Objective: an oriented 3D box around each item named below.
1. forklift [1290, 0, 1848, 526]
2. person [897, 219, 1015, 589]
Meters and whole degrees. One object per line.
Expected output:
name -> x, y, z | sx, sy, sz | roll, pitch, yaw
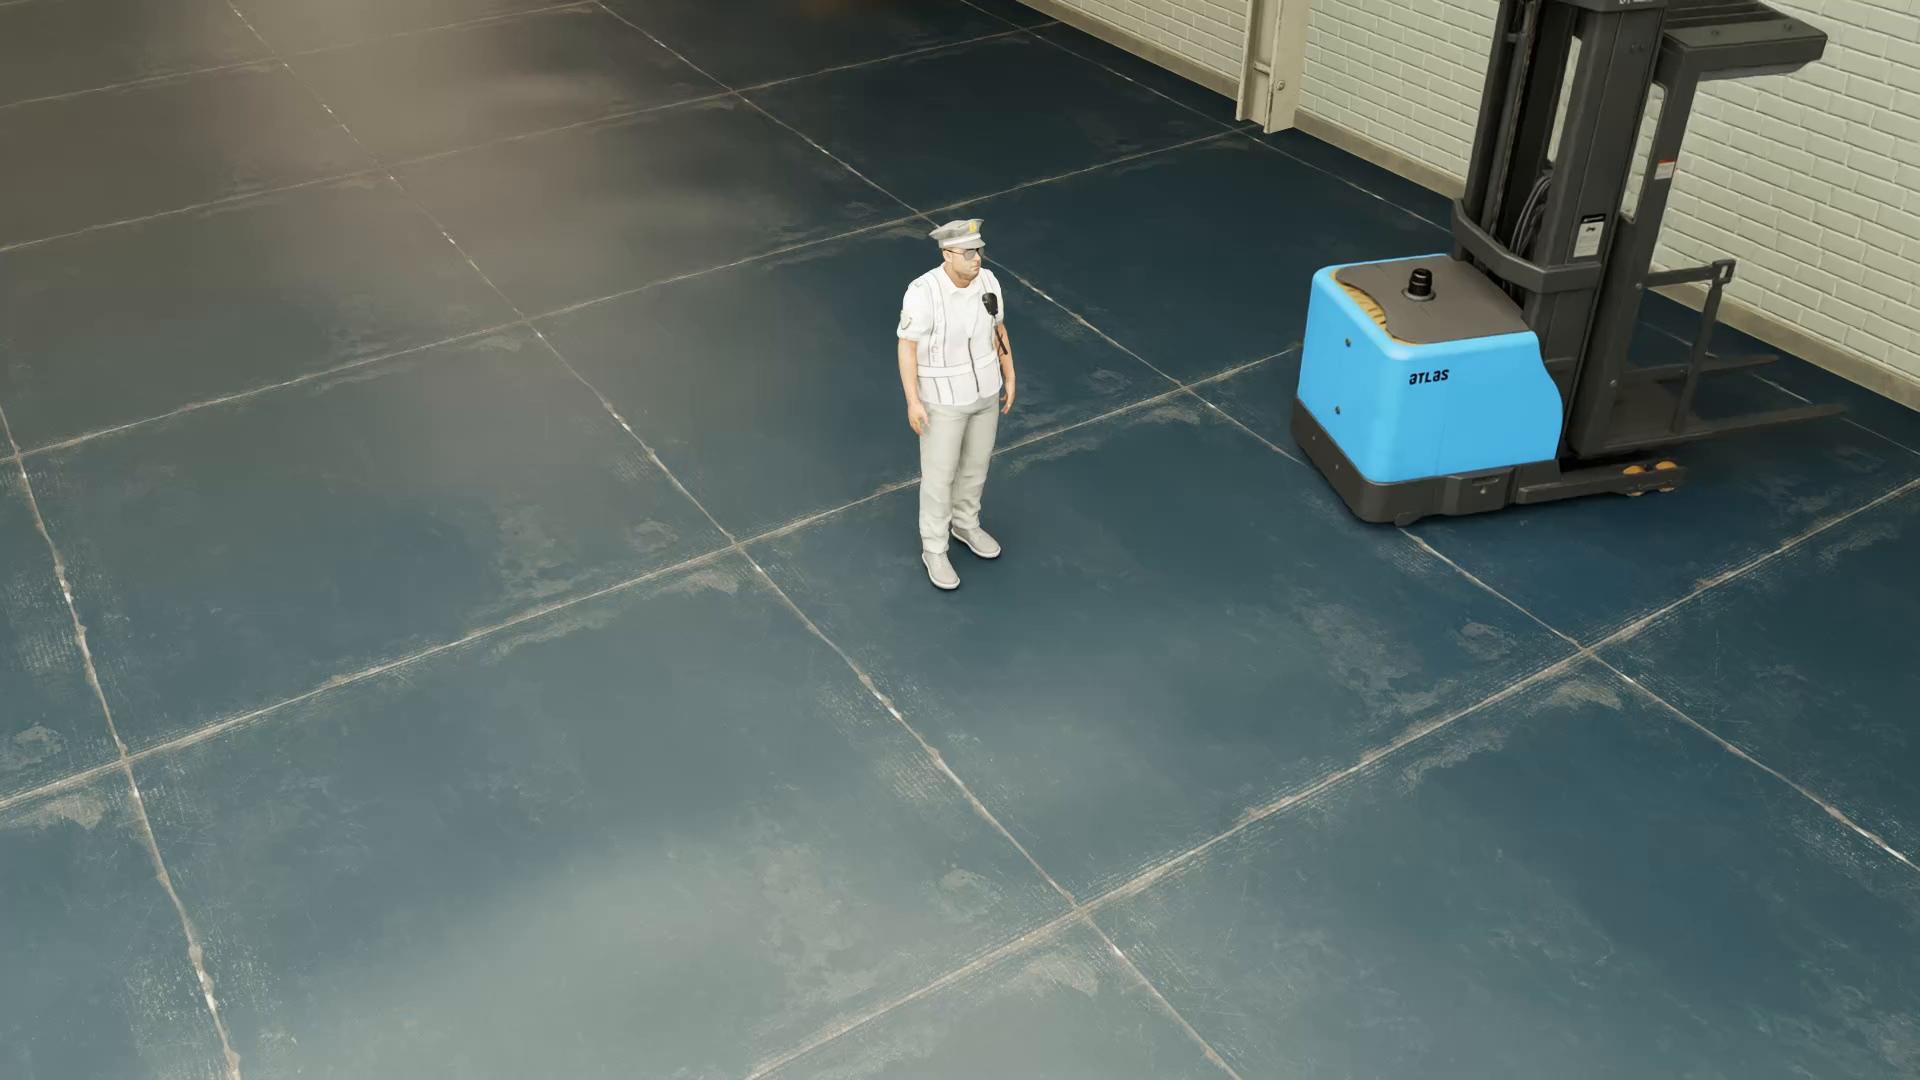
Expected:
forklift -> 3.449, -1.721, 8.597 | 3.031, 2.935, 1.130 | -8, 36, -12
person -> 0.033, -0.694, 8.121 | 0.641, 1.781, 0.574 | -21, 40, -27
